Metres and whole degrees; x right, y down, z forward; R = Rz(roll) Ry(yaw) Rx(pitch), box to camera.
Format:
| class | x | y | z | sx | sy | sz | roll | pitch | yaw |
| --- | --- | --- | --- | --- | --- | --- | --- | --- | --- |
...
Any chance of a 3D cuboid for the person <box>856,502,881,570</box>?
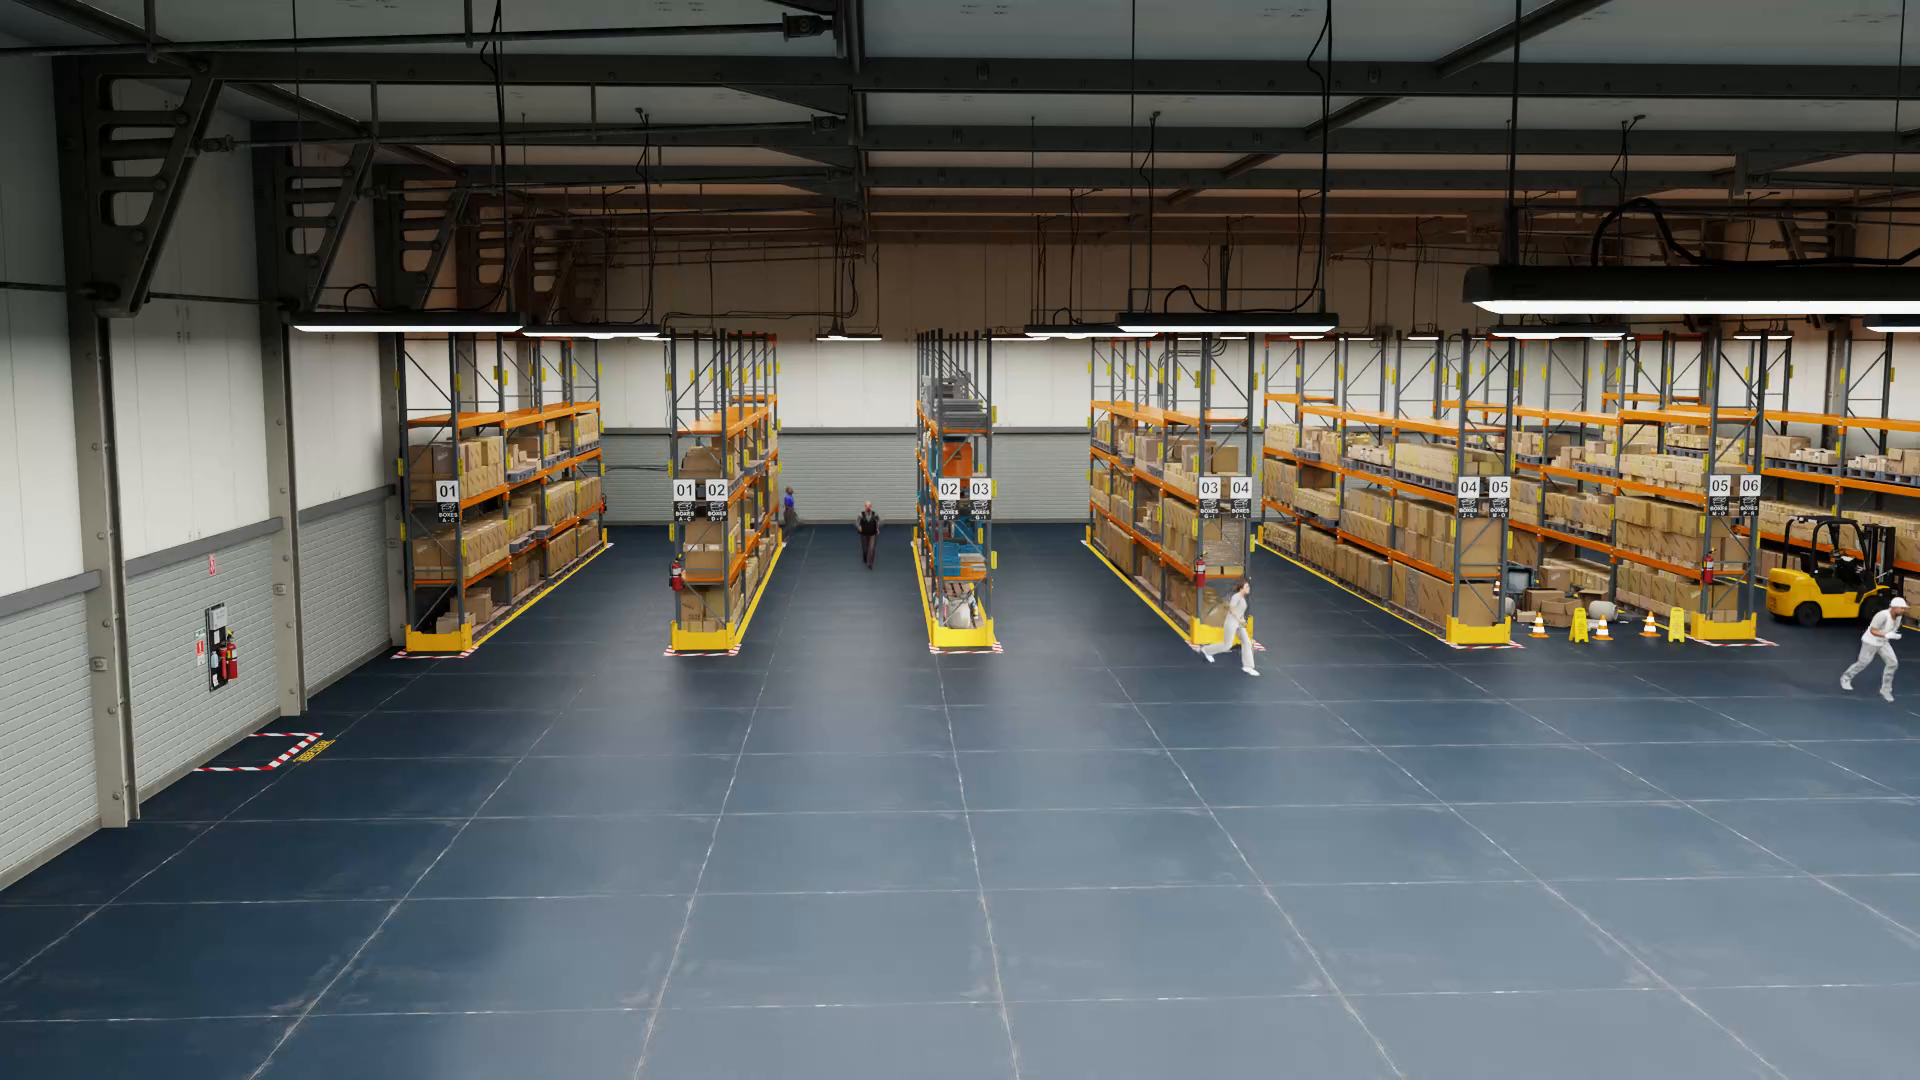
| class | x | y | z | sx | sy | sz | roll | pitch | yaw |
| --- | --- | --- | --- | --- | --- | --- | --- | --- | --- |
| person | -2.340 | -0.127 | 42.524 | 0.653 | 1.704 | 0.880 | -1 | 7 | -5 |

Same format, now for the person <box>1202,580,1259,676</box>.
| class | x | y | z | sx | sy | sz | roll | pitch | yaw |
| --- | --- | --- | --- | --- | --- | --- | --- | --- | --- |
| person | 4.731 | 1.510 | 28.993 | 1.060 | 1.658 | 0.564 | 4 | 8 | 29 |

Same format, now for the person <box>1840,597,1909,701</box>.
| class | x | y | z | sx | sy | sz | roll | pitch | yaw |
| --- | --- | --- | --- | --- | --- | --- | --- | --- | --- |
| person | 14.846 | 1.741 | 27.005 | 0.729 | 1.726 | 1.035 | -4 | 8 | -29 |

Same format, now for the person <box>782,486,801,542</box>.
| class | x | y | z | sx | sy | sz | roll | pitch | yaw |
| --- | --- | --- | --- | --- | --- | --- | --- | --- | --- |
| person | -4.912 | -0.759 | 48.145 | 0.592 | 1.620 | 0.595 | 1 | 7 | 7 |
